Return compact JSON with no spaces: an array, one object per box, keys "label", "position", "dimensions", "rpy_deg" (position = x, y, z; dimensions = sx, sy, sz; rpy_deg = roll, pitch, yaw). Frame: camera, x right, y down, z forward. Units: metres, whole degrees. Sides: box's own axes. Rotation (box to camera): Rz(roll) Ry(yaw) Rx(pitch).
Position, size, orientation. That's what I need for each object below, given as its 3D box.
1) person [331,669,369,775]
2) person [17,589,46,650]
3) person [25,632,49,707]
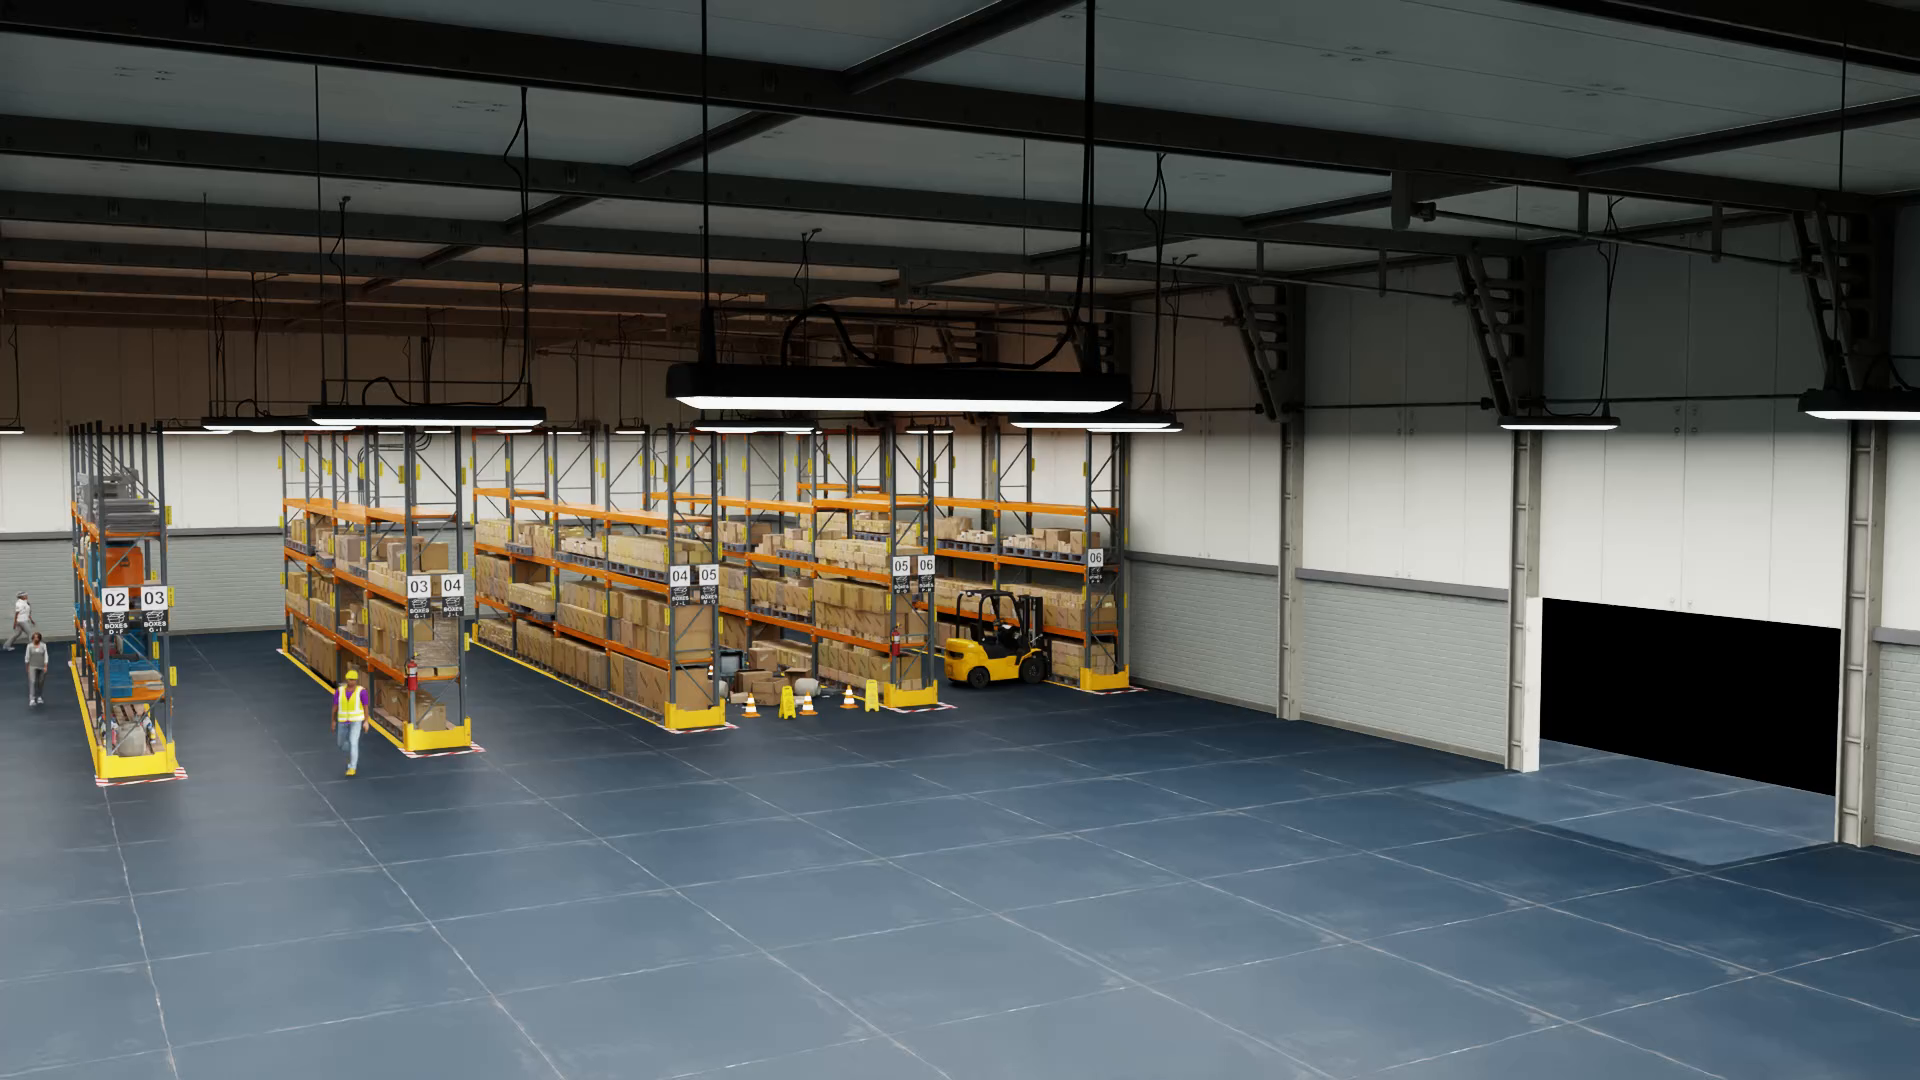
[{"label":"person","position":[-10.373,3.085,28.290],"dimensions":[0.614,1.757,0.614],"rpy_deg":[-2,4,-23]},{"label":"person","position":[-24.814,2.130,44.443],"dimensions":[0.679,1.657,0.446],"rpy_deg":[-1,4,-17]},{"label":"person","position":[-19.728,2.743,35.460],"dimensions":[0.870,1.552,0.479],"rpy_deg":[3,4,36]}]
